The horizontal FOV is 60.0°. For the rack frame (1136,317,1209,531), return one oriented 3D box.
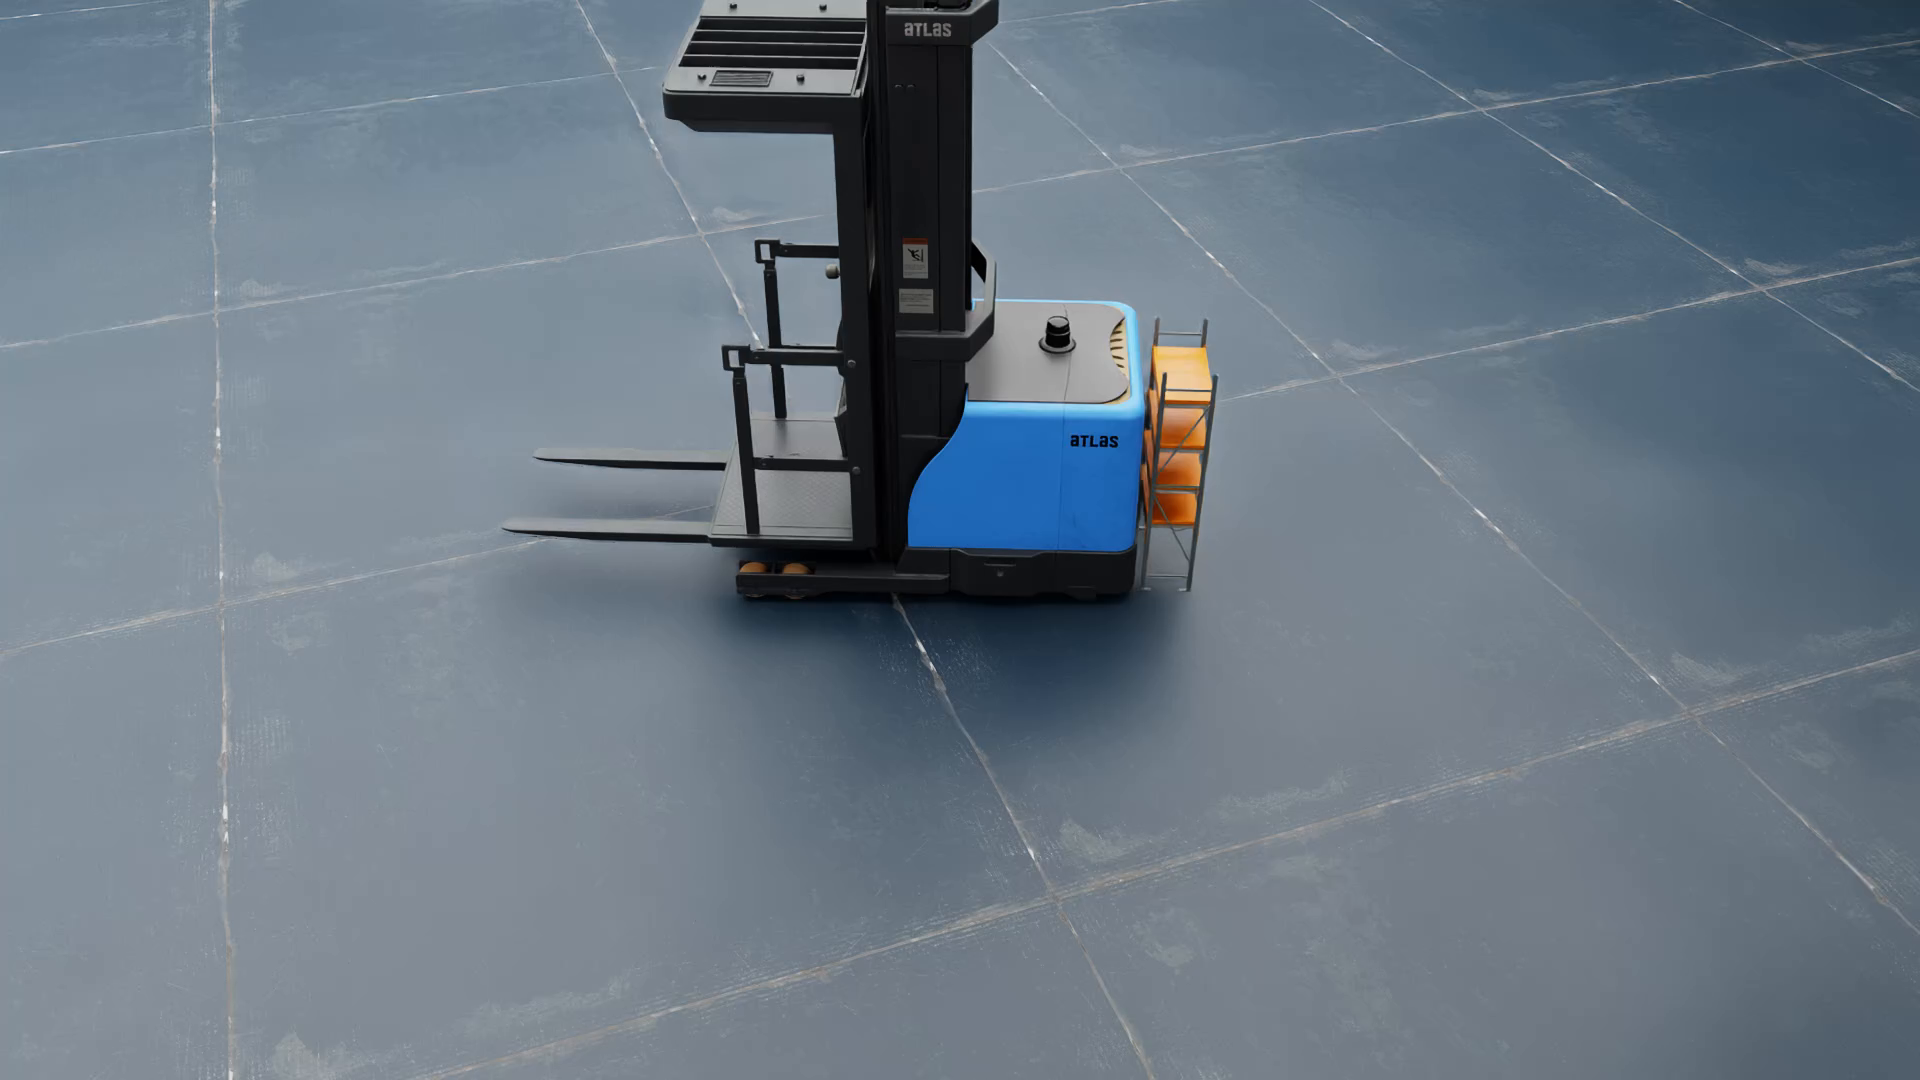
[{"bbox_3d":[1.005,-0.534,7.958,0.240,1.200,0.015,2,37,1],"label":"rack frame"}]

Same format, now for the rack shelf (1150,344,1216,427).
[{"bbox_3d":[1.003,-0.701,7.527,0.258,0.148,0.480,2,37,1],"label":"rack shelf"}]

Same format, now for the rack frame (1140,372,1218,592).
[{"bbox_3d":[0.989,-0.241,7.568,0.240,1.200,0.015,2,37,1],"label":"rack frame"}]

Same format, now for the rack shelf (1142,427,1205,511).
[{"bbox_3d":[0.996,-0.334,7.804,0.258,0.148,0.480,2,37,1],"label":"rack shelf"}]

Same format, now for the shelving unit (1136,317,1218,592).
[{"bbox_3d":[0.997,-0.388,7.763,0.258,1.200,0.503,2,37,1],"label":"shelving unit"}]

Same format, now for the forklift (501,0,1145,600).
[{"bbox_3d":[-0.670,-1.211,7.421,3.031,2.935,1.130,1,37,2],"label":"forklift"}]

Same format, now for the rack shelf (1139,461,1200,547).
[{"bbox_3d":[0.992,-0.175,7.923,0.258,0.148,0.480,2,37,1],"label":"rack shelf"}]

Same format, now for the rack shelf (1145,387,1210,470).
[{"bbox_3d":[0.999,-0.512,7.669,0.258,0.148,0.480,2,37,1],"label":"rack shelf"}]
